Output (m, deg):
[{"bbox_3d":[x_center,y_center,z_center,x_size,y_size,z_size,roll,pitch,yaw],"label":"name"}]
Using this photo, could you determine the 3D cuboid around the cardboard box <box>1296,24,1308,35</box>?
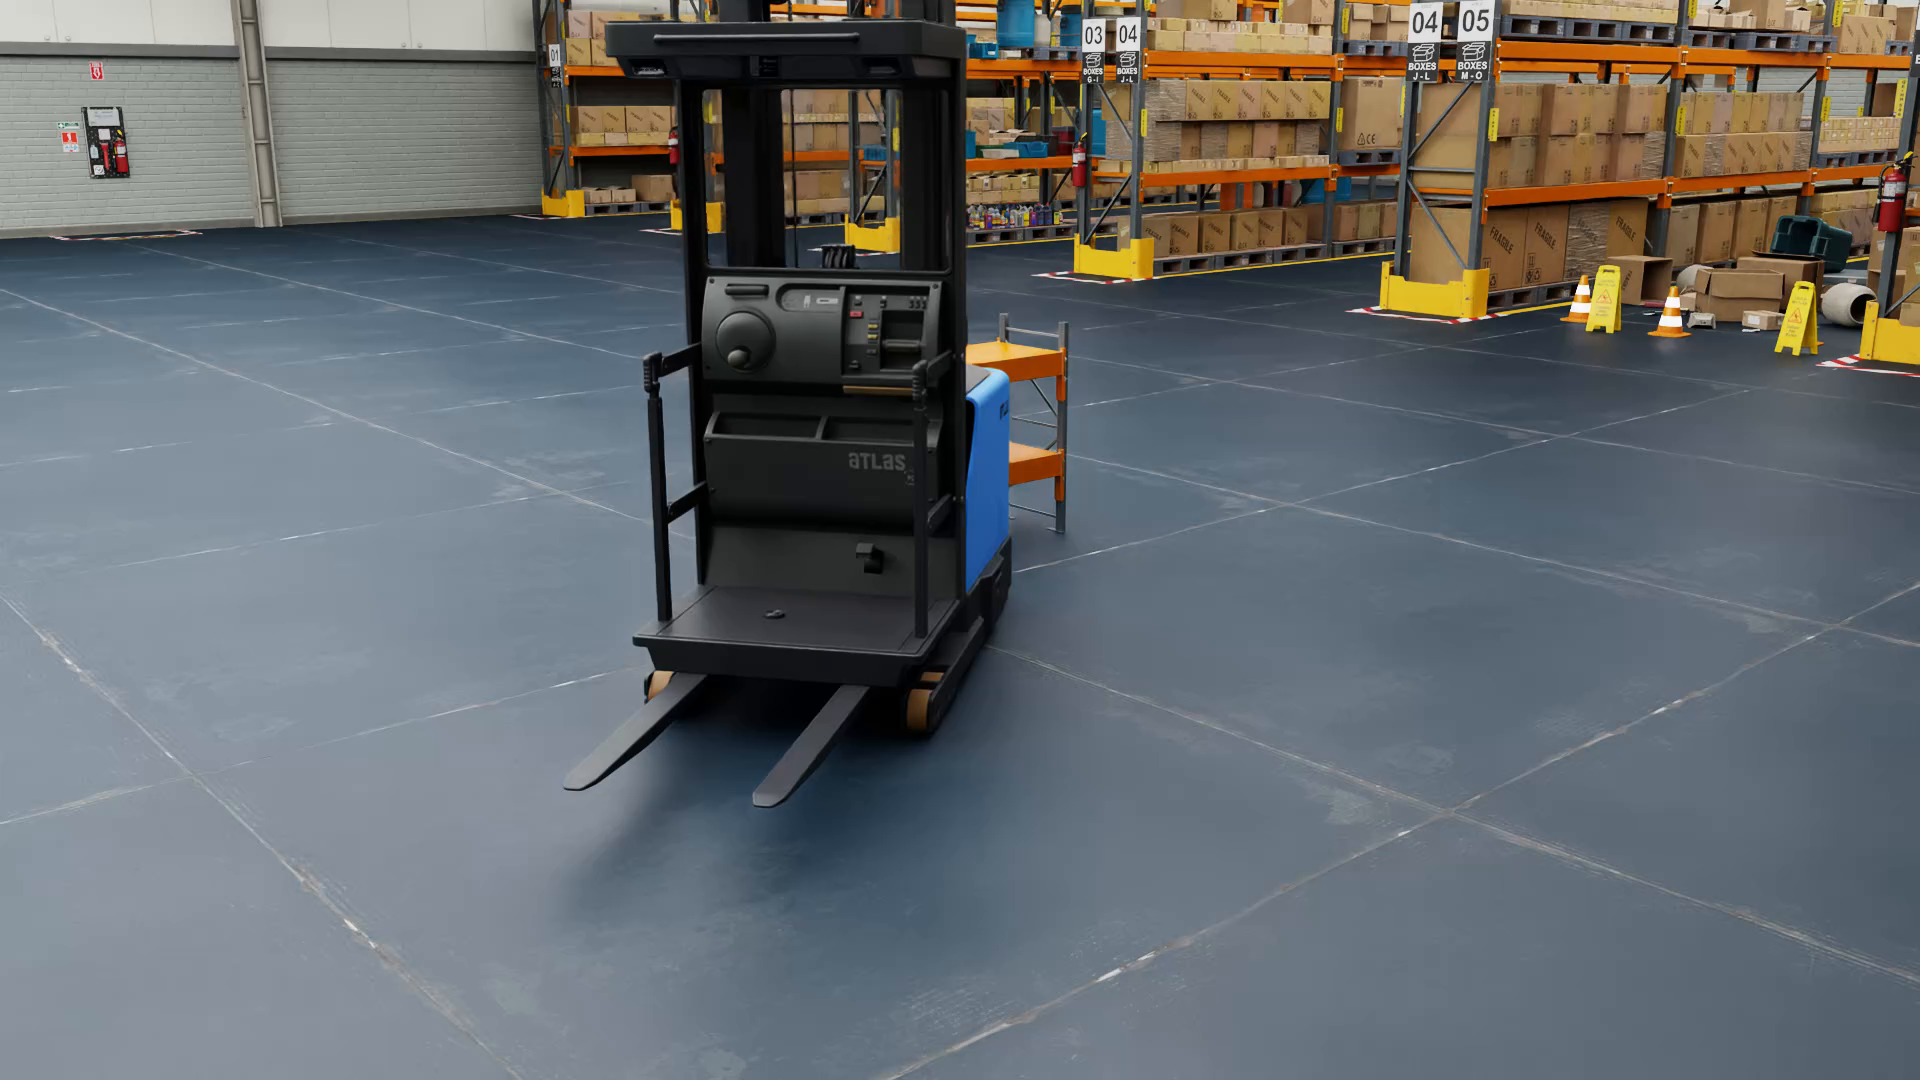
[{"bbox_3d":[4.508,-6.951,22.667,0.250,0.149,0.380,-14,20,-42],"label":"cardboard box"}]

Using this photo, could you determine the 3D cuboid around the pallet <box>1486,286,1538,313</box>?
[{"bbox_3d":[5.672,-2.723,18.536,1.213,0.211,1.003,-13,19,-39],"label":"pallet"}]

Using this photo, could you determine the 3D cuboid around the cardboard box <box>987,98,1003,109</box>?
[{"bbox_3d":[0.662,-10.179,38.781,0.500,0.250,0.500,-12,19,-38],"label":"cardboard box"}]

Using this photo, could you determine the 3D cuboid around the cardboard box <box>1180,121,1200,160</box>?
[{"bbox_3d":[2.672,-5.290,21.973,0.500,0.500,0.875,-13,19,-39],"label":"cardboard box"}]

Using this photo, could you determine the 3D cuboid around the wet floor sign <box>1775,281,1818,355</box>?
[{"bbox_3d":[7.600,-2.012,15.031,0.232,0.644,0.267,-6,16,-20],"label":"wet floor sign"}]

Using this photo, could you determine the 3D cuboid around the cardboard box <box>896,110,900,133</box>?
[{"bbox_3d":[-1.245,-9.385,37.263,0.500,0.500,0.500,-12,19,-38],"label":"cardboard box"}]

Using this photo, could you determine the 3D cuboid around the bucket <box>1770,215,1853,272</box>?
[{"bbox_3d":[9.548,-3.278,18.608,0.620,0.611,0.726,5,12,-23],"label":"bucket"}]

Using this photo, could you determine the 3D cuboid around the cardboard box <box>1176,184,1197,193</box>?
[{"bbox_3d":[4.951,-7.807,36.522,0.500,0.311,0.500,-13,19,-39],"label":"cardboard box"}]

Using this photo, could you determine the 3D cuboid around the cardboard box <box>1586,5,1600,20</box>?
[{"bbox_3d":[6.733,-5.751,18.136,0.250,0.149,0.380,-12,19,-39],"label":"cardboard box"}]

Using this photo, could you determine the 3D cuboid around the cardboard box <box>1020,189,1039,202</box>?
[{"bbox_3d":[1.238,-6.925,33.376,0.500,0.250,0.500,-12,19,-38],"label":"cardboard box"}]

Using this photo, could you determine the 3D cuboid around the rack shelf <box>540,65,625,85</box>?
[{"bbox_3d":[-6.306,-9.236,33.095,4.000,0.370,1.077,-13,19,-39],"label":"rack shelf"}]

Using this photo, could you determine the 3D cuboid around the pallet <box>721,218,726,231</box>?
[{"bbox_3d":[-4.010,-5.622,29.389,1.213,0.211,1.003,-13,19,-39],"label":"pallet"}]

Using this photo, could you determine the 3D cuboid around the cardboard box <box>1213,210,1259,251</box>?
[{"bbox_3d":[3.786,-4.296,23.052,0.500,0.500,0.500,14,20,42],"label":"cardboard box"}]

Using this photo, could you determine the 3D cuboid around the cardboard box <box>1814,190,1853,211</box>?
[{"bbox_3d":[12.217,-4.788,23.440,0.500,0.250,0.500,-13,20,-40],"label":"cardboard box"}]

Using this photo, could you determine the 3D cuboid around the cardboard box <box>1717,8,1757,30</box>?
[{"bbox_3d":[9.688,-6.509,20.744,0.258,0.266,0.396,-13,19,-39],"label":"cardboard box"}]

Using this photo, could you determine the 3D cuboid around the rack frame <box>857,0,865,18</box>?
[{"bbox_3d":[-1.542,-10.408,30.276,0.127,3.000,1.000,-13,19,-39],"label":"rack frame"}]

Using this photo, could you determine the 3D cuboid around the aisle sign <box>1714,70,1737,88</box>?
[{"bbox_3d":[14.262,-8.823,30.930,0.004,0.787,0.394,-13,19,-39],"label":"aisle sign"}]

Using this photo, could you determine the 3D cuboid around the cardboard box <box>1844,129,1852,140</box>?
[{"bbox_3d":[12.244,-5.678,23.291,0.250,0.149,0.380,-13,19,-39],"label":"cardboard box"}]

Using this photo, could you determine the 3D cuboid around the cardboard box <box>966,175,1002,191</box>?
[{"bbox_3d":[0.471,-7.021,32.651,0.500,0.311,0.500,-13,20,-40],"label":"cardboard box"}]

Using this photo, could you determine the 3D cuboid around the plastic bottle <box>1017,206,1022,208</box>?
[{"bbox_3d":[0.952,-5.412,27.625,0.135,0.276,0.152,-12,19,-37],"label":"plastic bottle"}]

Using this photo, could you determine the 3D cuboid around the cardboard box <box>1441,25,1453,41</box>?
[{"bbox_3d":[7.016,-7.697,24.779,0.500,0.500,0.500,-12,19,-38],"label":"cardboard box"}]

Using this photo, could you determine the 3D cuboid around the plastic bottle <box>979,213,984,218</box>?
[{"bbox_3d":[0.334,-5.197,26.965,0.097,0.201,0.097,0,15,0],"label":"plastic bottle"}]

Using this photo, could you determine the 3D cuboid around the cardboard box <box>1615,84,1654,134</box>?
[{"bbox_3d":[7.498,-5.020,19.348,0.550,0.550,0.875,-13,19,-39],"label":"cardboard box"}]

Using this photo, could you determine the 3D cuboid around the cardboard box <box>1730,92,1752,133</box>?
[{"bbox_3d":[9.658,-5.472,21.293,0.500,0.500,0.700,-13,20,-40],"label":"cardboard box"}]

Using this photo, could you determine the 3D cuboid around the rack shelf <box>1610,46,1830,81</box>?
[{"bbox_3d":[9.646,-6.038,21.123,4.000,0.370,1.077,-13,19,-39],"label":"rack shelf"}]

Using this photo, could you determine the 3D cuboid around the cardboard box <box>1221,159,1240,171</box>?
[{"bbox_3d":[3.507,-5.018,22.211,0.250,0.149,0.380,-13,19,-39],"label":"cardboard box"}]

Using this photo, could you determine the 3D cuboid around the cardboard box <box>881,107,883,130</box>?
[{"bbox_3d":[-2.127,-9.330,36.820,0.700,0.500,0.500,13,20,40],"label":"cardboard box"}]

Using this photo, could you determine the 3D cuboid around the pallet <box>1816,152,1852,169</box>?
[{"bbox_3d":[11.623,-5.324,23.240,1.003,0.211,1.213,-13,19,-39],"label":"pallet"}]

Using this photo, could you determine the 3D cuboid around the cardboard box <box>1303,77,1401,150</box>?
[{"bbox_3d":[5.649,-6.180,24.098,1.000,1.000,1.000,-12,19,-39],"label":"cardboard box"}]

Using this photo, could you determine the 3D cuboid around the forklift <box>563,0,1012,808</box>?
[{"bbox_3d":[-0.569,-0.811,6.105,1.130,2.935,3.031,3,15,12],"label":"forklift"}]

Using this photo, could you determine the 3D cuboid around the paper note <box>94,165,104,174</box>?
[{"bbox_3d":[-14.449,-6.213,27.903,0.142,0.148,0.016,-13,19,-39],"label":"paper note"}]

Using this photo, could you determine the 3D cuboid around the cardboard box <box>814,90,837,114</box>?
[{"bbox_3d":[-2.631,-7.937,29.945,0.500,0.500,0.700,-13,20,-39],"label":"cardboard box"}]

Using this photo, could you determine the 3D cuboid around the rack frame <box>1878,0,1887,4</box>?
[{"bbox_3d":[14.172,-8.851,24.448,0.127,3.000,1.000,-13,19,-39],"label":"rack frame"}]

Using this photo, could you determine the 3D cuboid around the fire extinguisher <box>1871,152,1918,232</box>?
[{"bbox_3d":[8.057,-3.006,14.342,0.183,0.674,0.296,-13,19,-39],"label":"fire extinguisher"}]

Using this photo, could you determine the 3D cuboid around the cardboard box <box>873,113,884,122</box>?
[{"bbox_3d":[-1.607,-7.783,30.625,0.250,0.149,0.380,-13,20,-39],"label":"cardboard box"}]

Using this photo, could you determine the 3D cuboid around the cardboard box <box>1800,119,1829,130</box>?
[{"bbox_3d":[11.634,-5.685,22.742,0.250,0.149,0.380,-13,19,-39],"label":"cardboard box"}]

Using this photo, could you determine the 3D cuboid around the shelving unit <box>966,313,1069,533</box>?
[{"bbox_3d":[0.005,-0.545,8.609,1.048,1.125,0.538,-13,19,-39],"label":"shelving unit"}]

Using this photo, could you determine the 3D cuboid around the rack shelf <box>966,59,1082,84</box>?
[{"bbox_3d":[0.198,-7.307,25.875,4.000,0.370,1.077,-13,19,-39],"label":"rack shelf"}]

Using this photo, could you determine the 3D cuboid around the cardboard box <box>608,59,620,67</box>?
[{"bbox_3d":[-6.580,-9.483,32.395,0.500,0.500,0.500,-12,19,-37],"label":"cardboard box"}]

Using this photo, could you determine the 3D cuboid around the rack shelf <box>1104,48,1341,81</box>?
[{"bbox_3d":[3.449,-6.343,22.265,4.000,0.370,1.077,-13,19,-39],"label":"rack shelf"}]

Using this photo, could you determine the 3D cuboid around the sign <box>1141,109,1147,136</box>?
[{"bbox_3d":[2.297,-5.215,20.784,0.005,0.325,0.100,-13,19,-39],"label":"sign"}]

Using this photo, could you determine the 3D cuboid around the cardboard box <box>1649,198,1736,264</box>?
[{"bbox_3d":[9.277,-3.999,21.453,0.750,0.750,1.050,-13,19,-39],"label":"cardboard box"}]

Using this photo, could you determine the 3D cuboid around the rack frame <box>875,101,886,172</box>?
[{"bbox_3d":[-1.779,-9.151,37.195,0.127,3.000,1.000,-13,19,-39],"label":"rack frame"}]

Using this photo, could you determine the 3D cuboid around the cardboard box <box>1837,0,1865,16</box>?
[{"bbox_3d":[12.030,-7.244,22.569,0.258,0.266,0.396,-13,19,-39],"label":"cardboard box"}]

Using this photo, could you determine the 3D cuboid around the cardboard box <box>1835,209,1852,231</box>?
[{"bbox_3d":[12.233,-4.426,23.538,0.500,0.500,0.500,-12,19,-39],"label":"cardboard box"}]

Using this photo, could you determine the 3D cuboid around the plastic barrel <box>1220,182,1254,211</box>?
[{"bbox_3d":[5.082,-6.462,30.523,0.708,0.830,0.600,-13,19,-39],"label":"plastic barrel"}]

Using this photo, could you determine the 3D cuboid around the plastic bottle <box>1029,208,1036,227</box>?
[{"bbox_3d":[1.170,-5.211,26.857,0.133,0.283,0.061,-11,19,-36],"label":"plastic bottle"}]

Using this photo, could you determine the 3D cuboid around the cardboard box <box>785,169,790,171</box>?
[{"bbox_3d":[-3.228,-6.474,30.235,0.500,0.500,0.500,-13,19,-39],"label":"cardboard box"}]

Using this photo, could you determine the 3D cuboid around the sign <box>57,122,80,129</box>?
[{"bbox_3d":[-14.745,-6.853,27.499,0.331,0.109,0.001,-13,19,-39],"label":"sign"}]

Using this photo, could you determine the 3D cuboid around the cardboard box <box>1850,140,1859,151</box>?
[{"bbox_3d":[12.433,-5.576,23.485,0.250,0.149,0.380,-12,19,-38],"label":"cardboard box"}]

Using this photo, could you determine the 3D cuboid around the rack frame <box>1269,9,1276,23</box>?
[{"bbox_3d":[7.510,-12.440,37.886,0.127,3.000,1.000,-13,19,-39],"label":"rack frame"}]

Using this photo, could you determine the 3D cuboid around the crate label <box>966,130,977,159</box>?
[{"bbox_3d":[-0.100,-6.248,26.261,0.616,0.435,0.502,-13,19,-39],"label":"crate label"}]

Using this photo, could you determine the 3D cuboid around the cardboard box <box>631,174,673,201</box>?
[{"bbox_3d":[-6.217,-7.111,33.551,0.500,0.500,0.700,-14,21,-43],"label":"cardboard box"}]

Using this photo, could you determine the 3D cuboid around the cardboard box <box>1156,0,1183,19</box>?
[{"bbox_3d":[2.943,-7.097,21.955,0.500,0.500,0.500,-13,19,-39],"label":"cardboard box"}]

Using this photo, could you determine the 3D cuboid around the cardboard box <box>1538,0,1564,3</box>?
[{"bbox_3d":[6.035,-5.809,17.581,0.500,0.250,0.500,-13,20,-40],"label":"cardboard box"}]

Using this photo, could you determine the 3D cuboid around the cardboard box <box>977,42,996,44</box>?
[{"bbox_3d":[0.347,-9.492,32.136,0.500,0.250,0.500,-13,20,-40],"label":"cardboard box"}]

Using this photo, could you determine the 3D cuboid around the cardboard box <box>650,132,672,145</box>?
[{"bbox_3d":[-6.084,-8.014,33.194,0.500,0.250,0.500,-12,19,-39],"label":"cardboard box"}]
